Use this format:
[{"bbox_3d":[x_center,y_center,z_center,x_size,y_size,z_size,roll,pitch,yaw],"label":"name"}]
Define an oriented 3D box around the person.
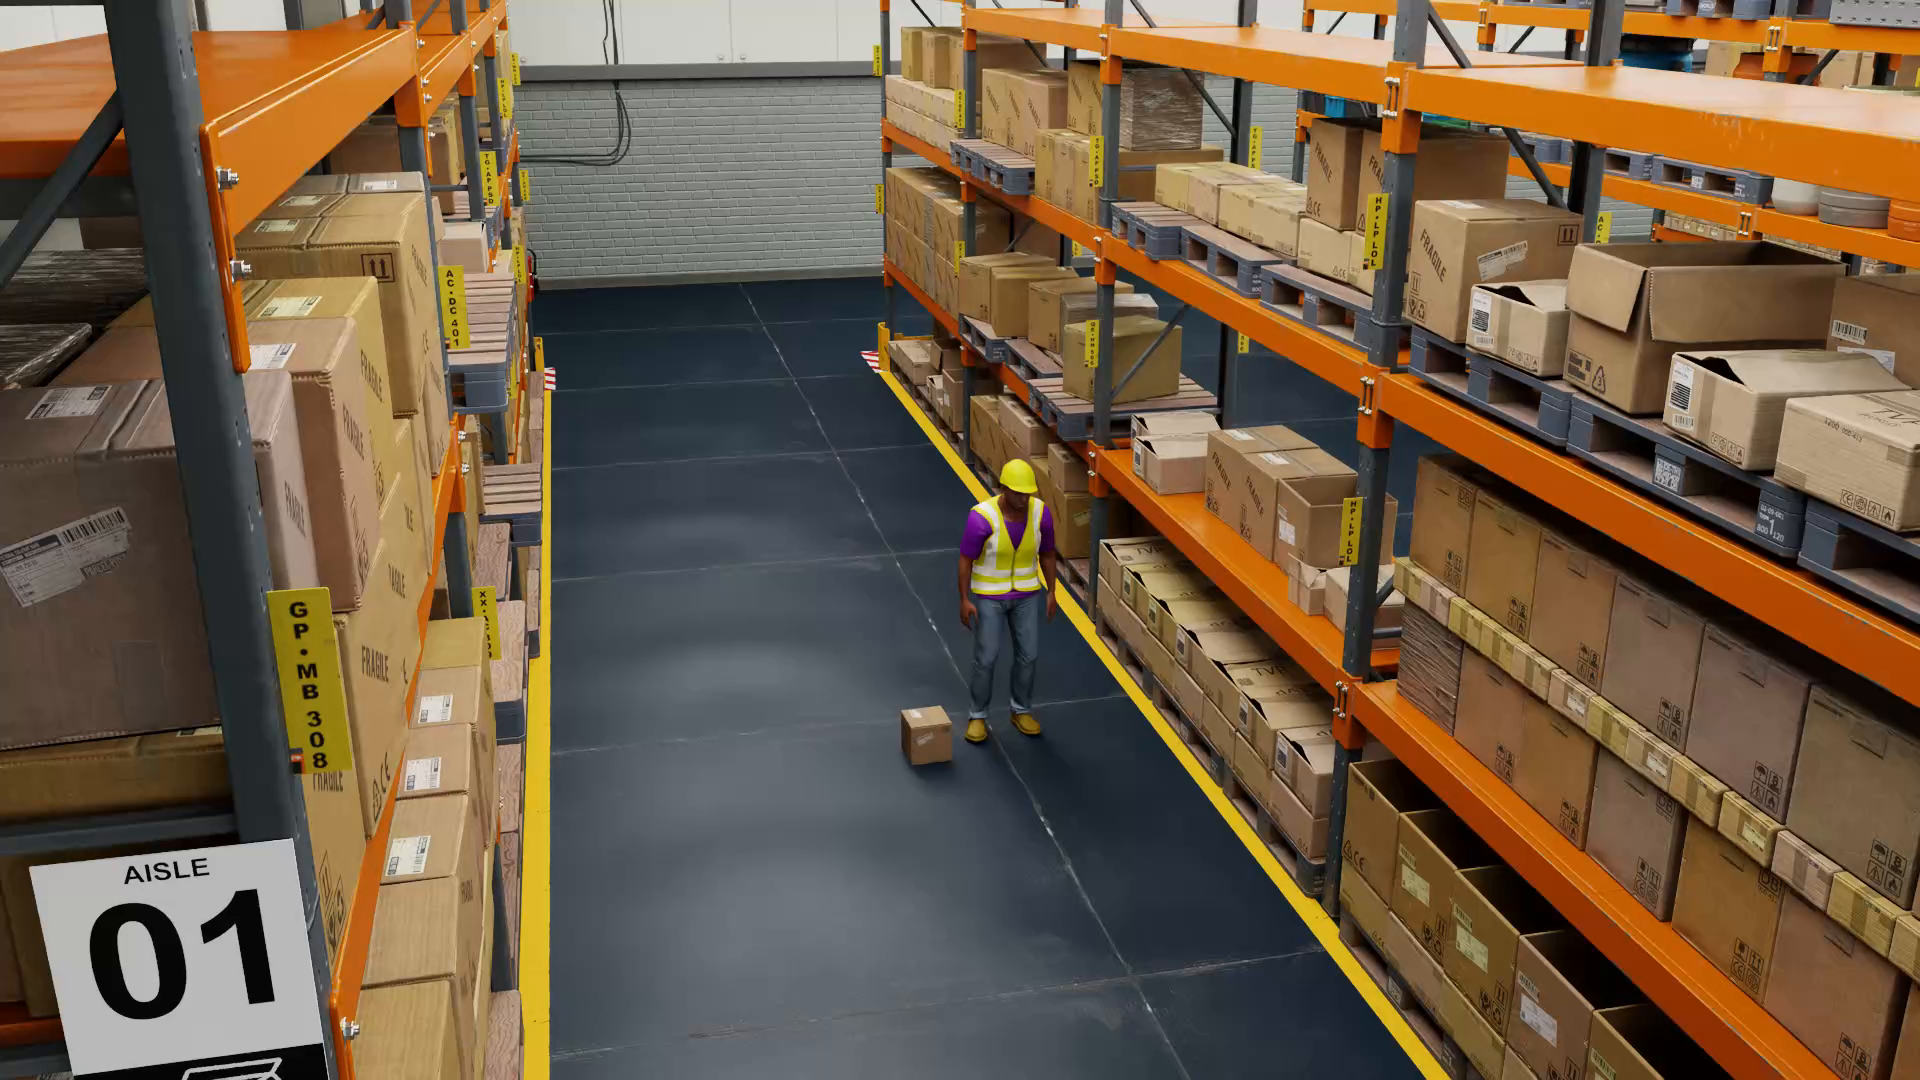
[{"bbox_3d":[0.296,0.346,10.066,0.631,1.759,0.461,-6,20,-16],"label":"person"}]
